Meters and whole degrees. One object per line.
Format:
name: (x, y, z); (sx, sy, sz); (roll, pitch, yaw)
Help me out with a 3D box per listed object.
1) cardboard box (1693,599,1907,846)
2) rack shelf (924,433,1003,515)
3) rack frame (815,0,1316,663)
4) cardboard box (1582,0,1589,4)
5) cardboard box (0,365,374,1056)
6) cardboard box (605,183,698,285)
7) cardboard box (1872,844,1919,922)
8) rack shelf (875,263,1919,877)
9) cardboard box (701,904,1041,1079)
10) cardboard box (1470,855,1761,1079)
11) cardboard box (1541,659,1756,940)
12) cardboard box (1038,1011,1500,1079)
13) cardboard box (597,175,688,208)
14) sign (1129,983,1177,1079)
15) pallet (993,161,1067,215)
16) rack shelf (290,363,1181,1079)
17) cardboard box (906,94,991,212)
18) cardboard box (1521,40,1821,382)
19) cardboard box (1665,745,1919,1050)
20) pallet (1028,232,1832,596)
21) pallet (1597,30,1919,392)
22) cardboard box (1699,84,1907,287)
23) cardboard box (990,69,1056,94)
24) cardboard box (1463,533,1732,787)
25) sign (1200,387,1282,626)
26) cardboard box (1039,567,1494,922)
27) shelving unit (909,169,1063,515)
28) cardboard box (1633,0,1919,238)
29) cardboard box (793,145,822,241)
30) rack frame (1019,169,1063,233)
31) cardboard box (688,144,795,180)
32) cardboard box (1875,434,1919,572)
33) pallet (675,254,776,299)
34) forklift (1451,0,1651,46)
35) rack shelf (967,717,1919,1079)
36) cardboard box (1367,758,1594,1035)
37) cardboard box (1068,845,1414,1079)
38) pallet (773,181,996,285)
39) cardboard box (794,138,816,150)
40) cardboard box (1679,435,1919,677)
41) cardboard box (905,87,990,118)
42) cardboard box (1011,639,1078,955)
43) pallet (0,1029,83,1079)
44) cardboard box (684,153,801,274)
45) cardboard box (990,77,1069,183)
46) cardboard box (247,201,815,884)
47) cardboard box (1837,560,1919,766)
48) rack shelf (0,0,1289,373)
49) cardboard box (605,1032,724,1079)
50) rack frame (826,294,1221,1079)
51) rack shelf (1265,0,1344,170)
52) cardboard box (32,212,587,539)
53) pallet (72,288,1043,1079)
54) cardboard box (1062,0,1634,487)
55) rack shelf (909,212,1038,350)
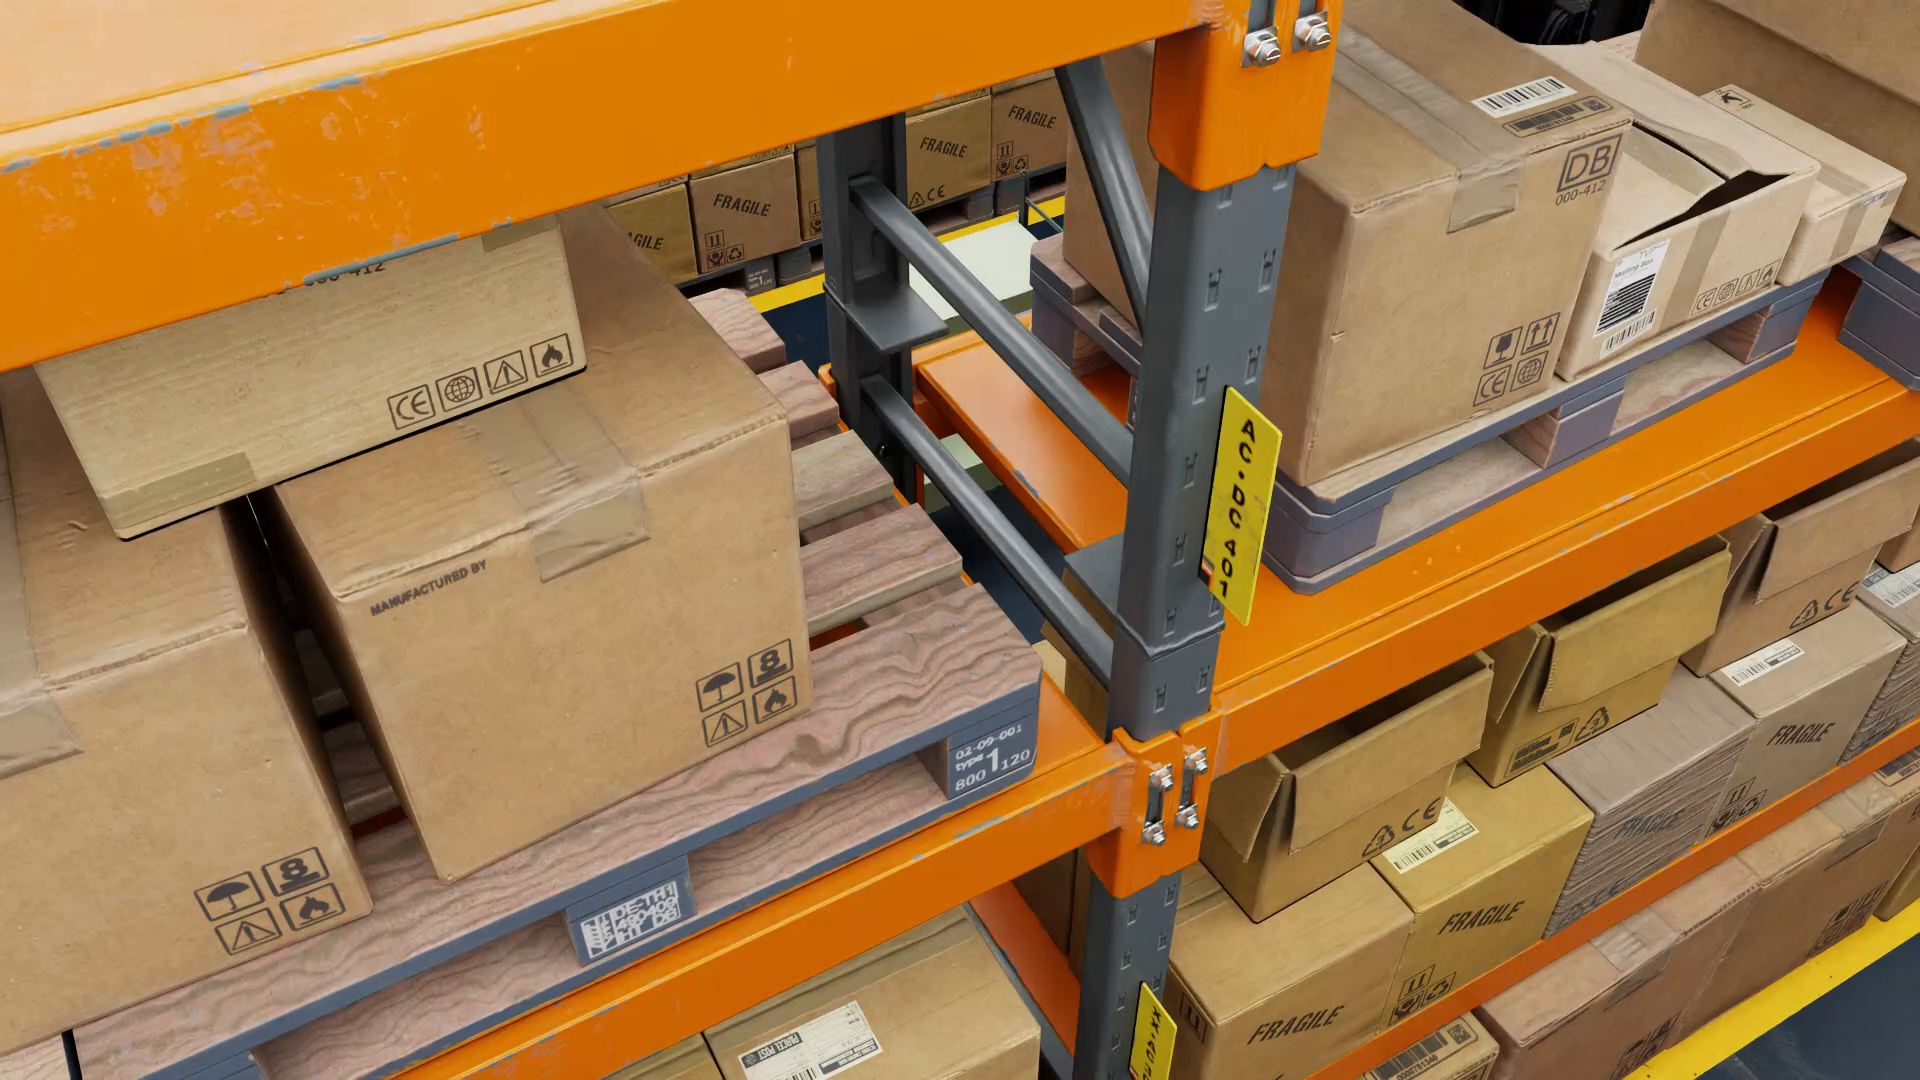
cardboard box: (1.904, 0.345, 4.169); (0.500, 0.500, 0.500); (-21, 48, -20)
rack shelf: (0.006, -0.307, 6.457); (0.720, 0.370, 0.431); (-22, 48, -21)
rack frame: (0.065, -1.232, 1.558); (0.127, 3.000, 1.000); (-22, 48, -21)
cardboard box: (3.287, -3.627, 9.647); (0.750, 0.750, 1.050); (-22, 48, -21)
cardboard box: (-1.052, 0.113, 1.880); (0.500, 0.500, 0.700); (-19, 47, -19)
cardboard box: (-1.545, -1.460, 7.593); (0.500, 0.500, 0.500); (-20, 48, -19)
cardboard box: (2.925, 0.371, 5.438); (0.875, 0.875, 1.225); (-24, 49, -23)
rack shelf: (1.799, -0.592, 3.569); (4.000, 0.370, 1.077); (-22, 48, -21)
cardboard box: (-0.200, 0.919, 3.004); (0.500, 0.500, 0.500); (-20, 48, -20)
cardboard box: (1.385, 0.988, 4.803); (0.875, 0.875, 1.225); (-23, 49, -22)
cardboard box: (1.458, 0.528, 3.981); (0.500, 0.500, 0.500); (-23, 49, -22)
cardboard box: (0.610, 1.298, 4.483); (0.875, 0.875, 1.225); (-22, 48, -21)
cardboard box: (-1.546, -1.729, 7.333); (0.500, 0.250, 0.500); (-24, 49, -23)
sign: (0.343, 0.916, 2.974); (0.005, 0.325, 0.100); (-22, 48, -21)
pallet: (0.472, -2.227, 8.893); (1.213, 0.211, 1.003); (-22, 48, -21)
rack shelf: (-1.669, 0.796, 2.139); (4.000, 0.370, 1.077); (-22, 48, -21)
cardboard box: (-0.193, -1.994, 8.144); (0.500, 0.500, 0.500); (-24, 49, -23)
cardboard box: (1.061, -0.601, 2.824); (0.500, 0.311, 0.500); (-23, 49, -22)
cardboard box: (2.148, 0.676, 5.124); (0.875, 0.875, 1.225); (-22, 48, -21)
pallet: (0.836, -0.435, 3.028); (1.217, 0.209, 0.805); (-24, 49, -22)
pallet: (2.033, -0.831, 3.434); (1.213, 0.211, 1.003); (-20, 47, -19)
cardboard box: (1.431, -0.642, 2.983); (0.250, 0.149, 0.380); (-24, 49, -23)
cardboard box: (0.255, -2.443, 8.068); (0.500, 0.250, 0.500); (-21, 48, -20)
cardboard box: (1.216, 0.067, 3.735); (0.637, 0.503, 0.797); (-21, 48, -21)
sign: (0.343, -0.035, 2.051); (0.005, 0.325, 0.100); (-22, 48, -21)
cardboard box: (0.615, 0.298, 3.497); (0.637, 0.503, 0.797); (-23, 49, -22)
shelving unit: (0.006, -0.541, 6.230); (0.755, 1.500, 0.431); (-22, 48, -21)
cardboard box: (1.773, -1.010, 3.107); (0.637, 0.503, 0.797); (-22, 48, -21)
cardboard box: (-0.640, -1.834, 7.979); (0.500, 0.500, 0.500); (-21, 48, -20)
rack frame: (0.323, -0.668, 6.361); (0.023, 1.500, 0.400); (-22, 48, -21)
cardboard box: (-1.085, -1.916, 7.525); (0.500, 0.250, 0.500); (-21, 48, -20)
cardboard box: (2.325, -0.395, 4.211); (0.637, 0.503, 0.797); (-21, 48, -20)
pallet: (-1.644, -1.380, 8.020); (1.213, 0.211, 1.003); (-22, 48, -21)
forklift: (2.795, -2.059, 6.767); (3.031, 2.935, 1.130); (-19, 47, -19)
rack shelf: (1.799, 0.485, 4.613); (4.000, 0.370, 1.077); (-22, 48, -21)
cardboard box: (1.024, 0.701, 3.802); (0.500, 0.500, 0.500); (-22, 48, -21)
cardboard box: (0.589, 0.876, 3.622); (0.500, 0.500, 0.500); (-22, 48, -21)
pallet: (-0.585, -1.806, 8.459); (1.213, 0.211, 1.003); (-22, 48, -21)
cardboard box: (-0.641, -2.090, 7.704); (0.500, 0.250, 0.500); (-20, 48, -19)
cardboard box: (1.747, -0.158, 3.967); (0.637, 0.503, 0.797); (-20, 48, -20)
cardboard box: (-0.193, -2.276, 7.896); (0.500, 0.250, 0.500); (-21, 48, -20)
cardboard box: (0.335, 0.557, 3.950); (0.500, 0.500, 0.500); (-22, 48, -21)
pallet: (-1.706, 0.574, 1.915); (1.213, 0.211, 1.003); (-22, 48, -21)
cardboard box: (-1.087, -1.644, 7.784); (0.500, 0.500, 0.500); (-20, 48, -19)
cardboard box: (0.258, -2.187, 8.343); (0.500, 0.500, 0.500); (-20, 48, -19)
cardboard box: (-0.583, -0.071, 2.070); (0.500, 0.500, 0.700); (-25, 49, -23)
cardboard box: (2.345, 0.169, 4.350); (0.500, 0.500, 0.500); (-23, 49, -22)
rack shelf: (-1.669, -0.137, 1.233); (4.000, 0.370, 1.077); (-22, 48, -21)
cardboard box: (-0.637, 1.091, 2.828); (0.500, 0.500, 0.500); (-21, 48, -21)
rack frame: (0.065, 0.921, 3.648); (0.127, 3.000, 1.000); (-22, 48, -21)
rack shelf: (1.799, -1.525, 2.663); (4.000, 0.370, 1.077); (-22, 48, -21)
cardboard box: (-0.753, -0.325, 1.794); (0.500, 0.250, 0.500); (-25, 49, -23)
pallet: (-0.649, 0.153, 2.348); (1.213, 0.211, 1.003); (-22, 48, -21)
cardboard box: (0.563, -0.550, 2.636); (0.500, 0.500, 0.700); (-21, 48, -20)
rack shelf: (0.006, -0.821, 5.958); (0.720, 0.370, 0.431); (-22, 48, -21)
